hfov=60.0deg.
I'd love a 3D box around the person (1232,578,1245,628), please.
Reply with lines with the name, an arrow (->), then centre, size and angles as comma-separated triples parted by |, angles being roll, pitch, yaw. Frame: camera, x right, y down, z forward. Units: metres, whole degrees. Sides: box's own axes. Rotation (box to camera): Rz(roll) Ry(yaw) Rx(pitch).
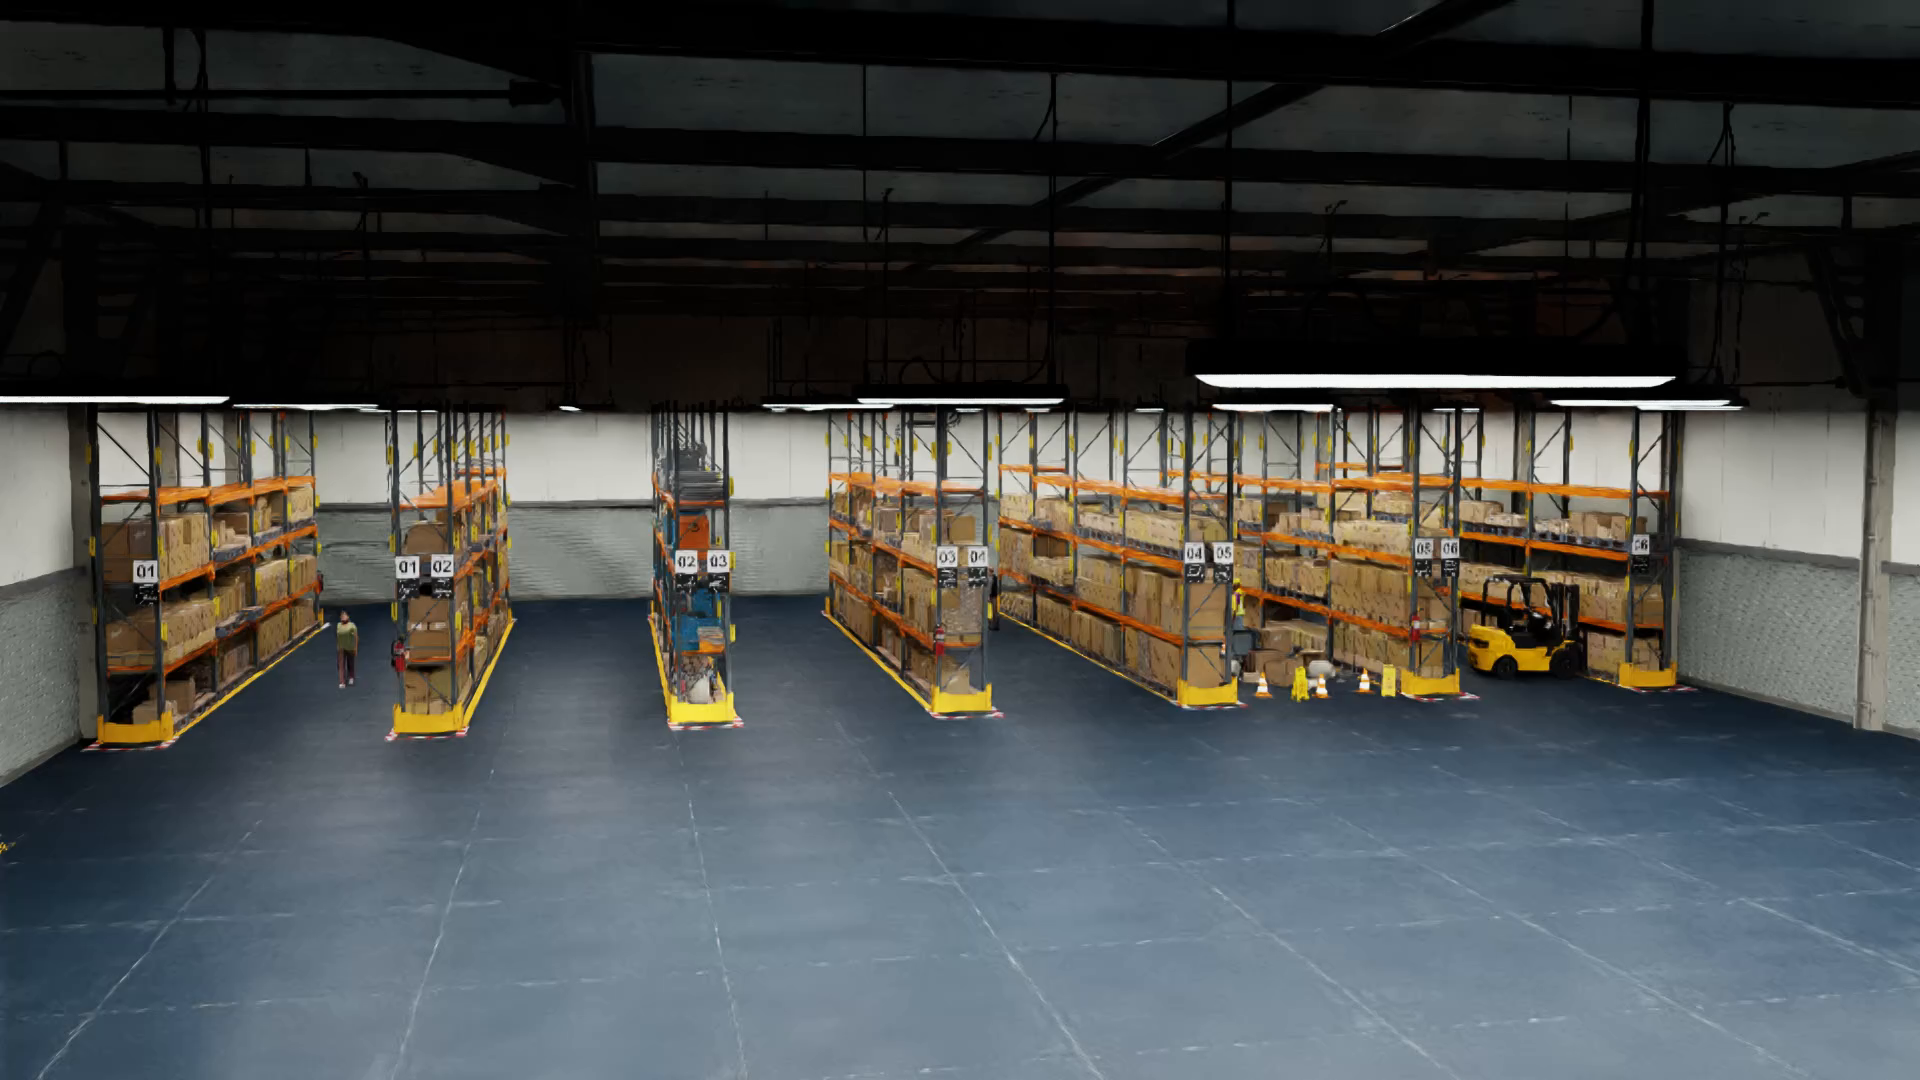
person -> 6.670, 1.793, 40.270 | 0.591, 1.763, 0.685 | 1, 4, 14

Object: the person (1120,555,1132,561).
person -> 5.021, 1.033, 50.131 | 0.385, 1.793, 0.615 | -1, 4, -13

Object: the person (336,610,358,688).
person -> -12.902, 2.274, 35.015 | 0.456, 1.612, 1.019 | -1, 4, -13

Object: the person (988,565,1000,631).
person -> 0.793, 1.527, 44.123 | 0.587, 1.718, 0.646 | 1, 4, 7
